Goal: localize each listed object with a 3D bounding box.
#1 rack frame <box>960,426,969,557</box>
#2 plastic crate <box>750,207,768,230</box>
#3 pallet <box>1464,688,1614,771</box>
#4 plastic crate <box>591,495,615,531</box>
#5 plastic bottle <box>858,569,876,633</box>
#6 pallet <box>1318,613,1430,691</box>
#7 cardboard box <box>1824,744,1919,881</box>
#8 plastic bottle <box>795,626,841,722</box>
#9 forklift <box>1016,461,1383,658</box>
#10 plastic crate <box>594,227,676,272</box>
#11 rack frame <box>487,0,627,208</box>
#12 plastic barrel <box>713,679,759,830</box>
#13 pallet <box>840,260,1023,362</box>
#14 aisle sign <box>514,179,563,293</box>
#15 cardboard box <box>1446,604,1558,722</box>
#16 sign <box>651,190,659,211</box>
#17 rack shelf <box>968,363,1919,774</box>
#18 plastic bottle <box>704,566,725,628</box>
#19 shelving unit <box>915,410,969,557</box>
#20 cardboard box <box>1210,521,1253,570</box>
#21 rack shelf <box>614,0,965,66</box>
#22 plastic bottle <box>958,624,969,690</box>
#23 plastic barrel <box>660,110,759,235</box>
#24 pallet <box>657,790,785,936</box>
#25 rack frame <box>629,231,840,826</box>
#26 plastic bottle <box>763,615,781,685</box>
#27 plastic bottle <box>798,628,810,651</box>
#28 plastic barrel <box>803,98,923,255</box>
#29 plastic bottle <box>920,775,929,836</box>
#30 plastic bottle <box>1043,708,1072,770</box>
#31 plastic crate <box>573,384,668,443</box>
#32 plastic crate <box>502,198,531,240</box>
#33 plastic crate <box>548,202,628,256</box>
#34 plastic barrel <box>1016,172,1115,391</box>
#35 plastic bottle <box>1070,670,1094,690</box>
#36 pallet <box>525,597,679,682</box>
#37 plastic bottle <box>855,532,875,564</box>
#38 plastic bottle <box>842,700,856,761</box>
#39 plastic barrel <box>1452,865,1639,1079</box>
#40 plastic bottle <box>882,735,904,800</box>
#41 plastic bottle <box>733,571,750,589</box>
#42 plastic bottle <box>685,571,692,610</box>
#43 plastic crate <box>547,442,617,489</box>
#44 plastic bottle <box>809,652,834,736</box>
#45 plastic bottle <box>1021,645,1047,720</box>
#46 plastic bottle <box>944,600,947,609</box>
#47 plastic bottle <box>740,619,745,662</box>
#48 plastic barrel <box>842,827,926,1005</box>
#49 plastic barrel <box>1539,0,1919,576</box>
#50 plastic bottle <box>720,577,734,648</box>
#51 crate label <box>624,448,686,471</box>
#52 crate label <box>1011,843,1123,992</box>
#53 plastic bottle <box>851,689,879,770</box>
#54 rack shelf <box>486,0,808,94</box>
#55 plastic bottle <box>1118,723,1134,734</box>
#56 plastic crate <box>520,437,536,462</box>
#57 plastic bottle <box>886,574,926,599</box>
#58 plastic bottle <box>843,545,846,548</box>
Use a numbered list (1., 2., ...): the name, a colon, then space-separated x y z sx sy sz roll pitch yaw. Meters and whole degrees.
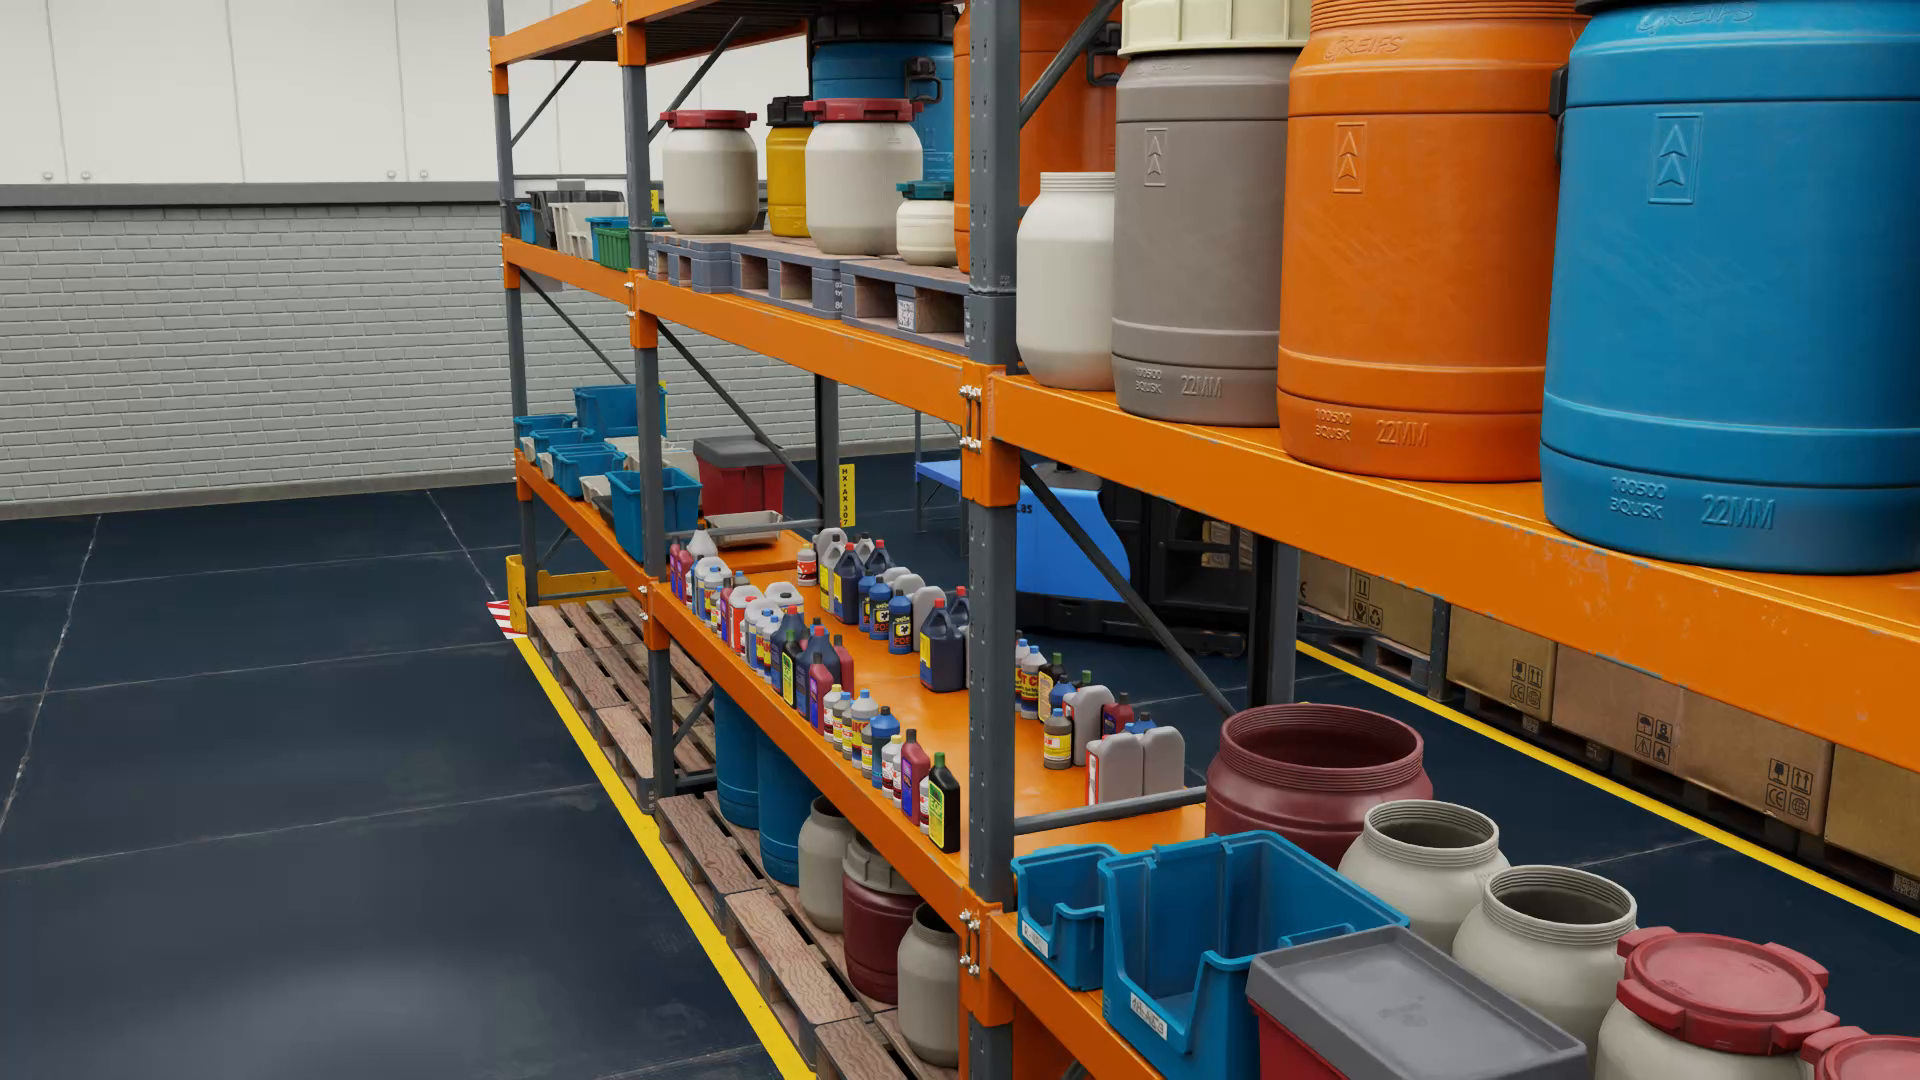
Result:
1. rack frame: 0.238 -0.608 14.171 0.500 1.500 0.032 -6 14 -23
2. plastic crate: -1.343 -1.723 9.301 0.497 0.269 0.590 -6 14 -23
3. pallet: 3.820 1.020 9.997 1.003 0.211 1.213 -6 14 -23
4. plastic crate: -1.791 -0.146 9.327 0.437 0.125 0.590 -6 14 -23
5. plastic bottle: -0.401 0.265 7.356 0.097 0.271 0.097 0 13 0
6. pallet: 3.209 0.703 11.365 1.003 0.211 1.213 -6 14 -23
7. cardboard box: 4.787 1.021 7.587 1.225 0.875 0.875 -6 14 -26
8. plastic bottle: -0.531 0.488 6.217 0.144 0.351 0.185 -6 14 -23
9. forklift: 1.794 -0.756 11.637 3.031 2.935 1.130 5 14 21
10. plastic crate: -1.543 -1.463 8.355 0.450 0.188 0.662 -6 14 -23
11. rack frame: -2.699 -3.793 11.303 1.000 3.000 0.127 -6 14 -23
12. plastic barrel: -0.894 0.887 8.106 0.600 0.901 0.708 -6 14 -23
13. pallet: 0.289 -0.754 5.242 1.003 0.211 1.213 -6 14 -23
14. aisle sign: -3.000 -2.125 11.635 0.394 0.787 0.004 -6 14 -23
15. cardboard box: 3.716 0.469 9.970 1.225 0.875 0.875 -6 14 -23
16. sign: -2.201 -2.334 11.882 0.100 0.325 0.005 -6 14 -23
17. rack shelf: 1.307 0.084 2.796 1.077 0.370 4.000 -6 14 -23
18. plastic bottle: -1.092 0.251 7.420 0.097 0.271 0.097 0 13 0
19. shelving unit: 0.034 -0.713 14.625 0.538 1.500 1.048 -6 14 -23
20. cardboard box: 2.534 -0.174 12.752 0.875 0.875 0.875 -6 14 -23
21. rack shelf: -0.295 -2.008 6.073 1.077 0.370 4.000 -6 14 -23
22. plastic bottle: 0.073 0.437 6.602 0.152 0.276 0.135 -6 14 -23
23. plastic barrel: -1.115 -1.645 7.440 0.433 0.535 0.433 0 13 0
24. pallet: -0.826 1.477 8.018 1.003 0.211 1.213 -6 14 -23
25. rack frame: -1.097 -0.044 8.409 1.000 3.000 0.127 -6 14 -23
26. plastic bottle: -0.736 0.434 6.627 0.097 0.271 0.097 0 13 0
27. plastic bottle: -0.577 0.487 6.374 0.061 0.283 0.133 -6 14 -23
28. plastic barrel: -0.343 -1.303 5.961 0.433 0.535 0.433 0 13 0
29. plastic bottle: -0.077 0.808 5.165 0.097 0.201 0.097 0 13 0
30. plastic bottle: 0.336 0.680 5.721 0.097 0.201 0.097 0 13 0
31. plastic crate: -2.394 -0.865 11.743 0.616 0.435 0.499 -6 14 -23
32. plastic crate: -2.800 -2.164 11.203 0.497 0.269 0.590 -6 14 -23
33. plastic crate: -2.094 -1.789 9.556 0.437 0.282 0.530 -6 14 -23
34. plastic barrel: 0.349 -0.642 4.090 0.421 0.512 0.421 0 13 0
35. plastic bottle: 0.431 0.593 5.914 0.061 0.283 0.133 -6 14 -23
36. pallet: -2.404 0.662 11.542 1.003 0.211 1.213 -6 14 -23
37. plastic bottle: -0.429 0.140 7.721 0.144 0.351 0.185 -6 14 -23
38. plastic bottle: -0.364 0.660 5.806 0.097 0.201 0.097 0 13 0
39. plastic barrel: 1.282 1.008 3.614 0.421 0.512 0.421 0 13 0
40. plastic bottle: -0.208 0.741 5.458 0.097 0.201 0.097 0 13 0
41. plastic bottle: -1.007 0.243 7.608 0.097 0.201 0.097 0 13 0
42. plastic bottle: -1.224 0.217 7.722 0.097 0.201 0.097 0 13 0
43. plastic crate: -2.374 -0.466 10.467 0.416 0.233 0.300 -6 14 -23
44. plastic bottle: -0.505 0.558 6.066 0.061 0.283 0.133 -6 14 -23
45. plastic bottle: 0.276 0.529 6.217 0.097 0.271 0.097 0 13 0
46. plastic bottle: -0.078 0.381 6.858 0.097 0.271 0.097 0 13 0
47. plastic bottle: -0.868 0.400 6.928 0.097 0.201 0.097 0 13 0
48. plastic barrel: -0.158 1.420 6.501 0.600 0.588 0.708 -6 14 -23
49. plastic barrel: 1.181 -0.453 2.410 0.600 0.901 0.708 -6 14 -23
50. plastic bottle: -0.985 0.310 7.135 0.061 0.283 0.133 -6 14 -23
51. crate label: -1.970 -0.503 10.842 0.396 0.136 0.243 -6 14 -23
52. crate label: 0.331 0.985 4.335 0.303 0.233 0.416 -6 14 -23
53. plastic bottle: -0.325 0.646 5.711 0.097 0.271 0.097 0 13 0
54. rack shelf: -1.898 -2.835 9.644 1.077 0.370 4.000 -6 14 -23
55. plastic bottle: 0.568 0.714 5.574 0.097 0.201 0.097 0 13 0
56. plastic crate: -2.849 -0.617 11.335 0.250 0.136 0.298 -6 14 -23
57. plastic bottle: -0.240 0.276 7.301 0.152 0.276 0.135 -6 14 -23
58. plastic bottle: -0.571 0.126 8.113 0.097 0.201 0.097 0 13 0
